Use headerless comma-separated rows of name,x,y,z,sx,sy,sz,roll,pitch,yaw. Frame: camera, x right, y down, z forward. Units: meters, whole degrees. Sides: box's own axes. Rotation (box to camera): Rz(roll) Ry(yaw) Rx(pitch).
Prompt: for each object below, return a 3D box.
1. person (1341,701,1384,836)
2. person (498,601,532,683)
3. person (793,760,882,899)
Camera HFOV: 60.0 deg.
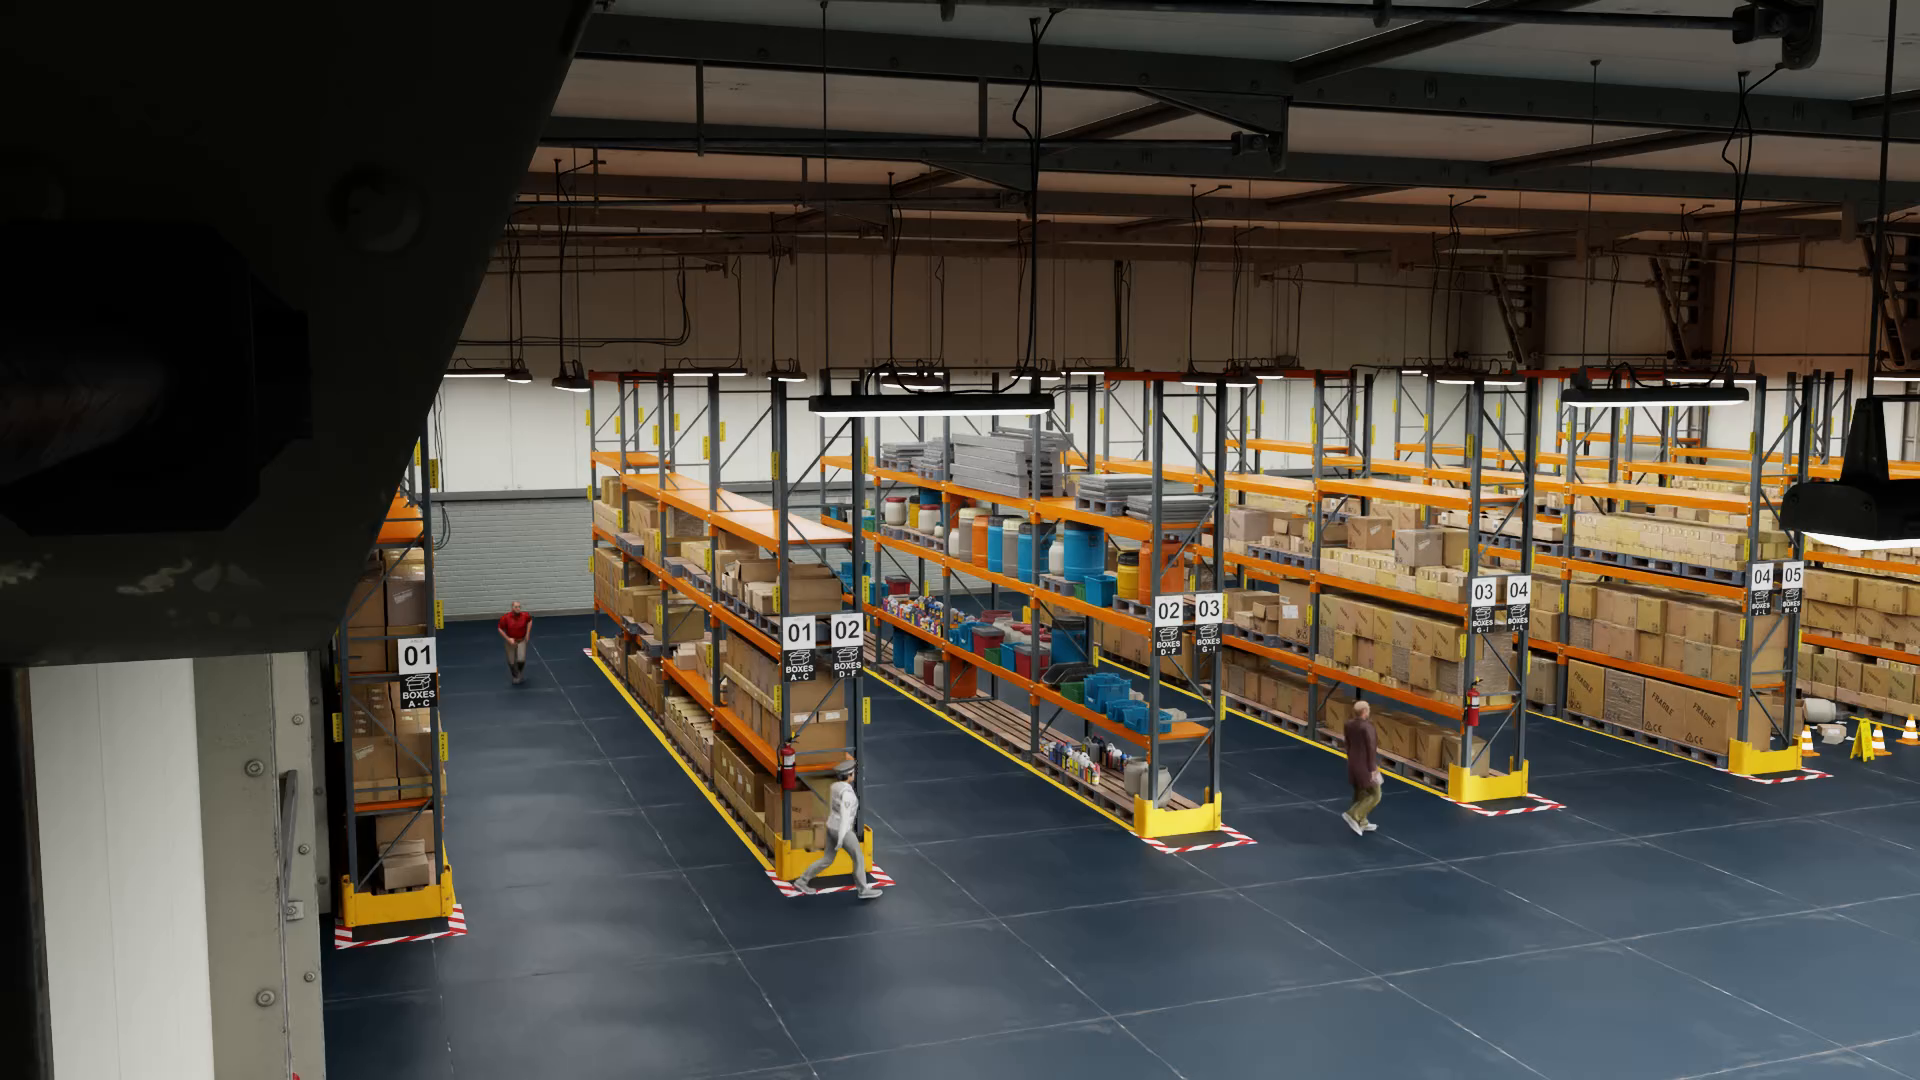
person,5.262,2.994,21.901,0.666,1.771,0.604,-3,7,-25
person,-8.531,1.963,31.924,0.627,1.638,0.737,-1,7,-12
person,-1.414,3.363,19.280,1.016,1.624,0.498,-2,7,-15
